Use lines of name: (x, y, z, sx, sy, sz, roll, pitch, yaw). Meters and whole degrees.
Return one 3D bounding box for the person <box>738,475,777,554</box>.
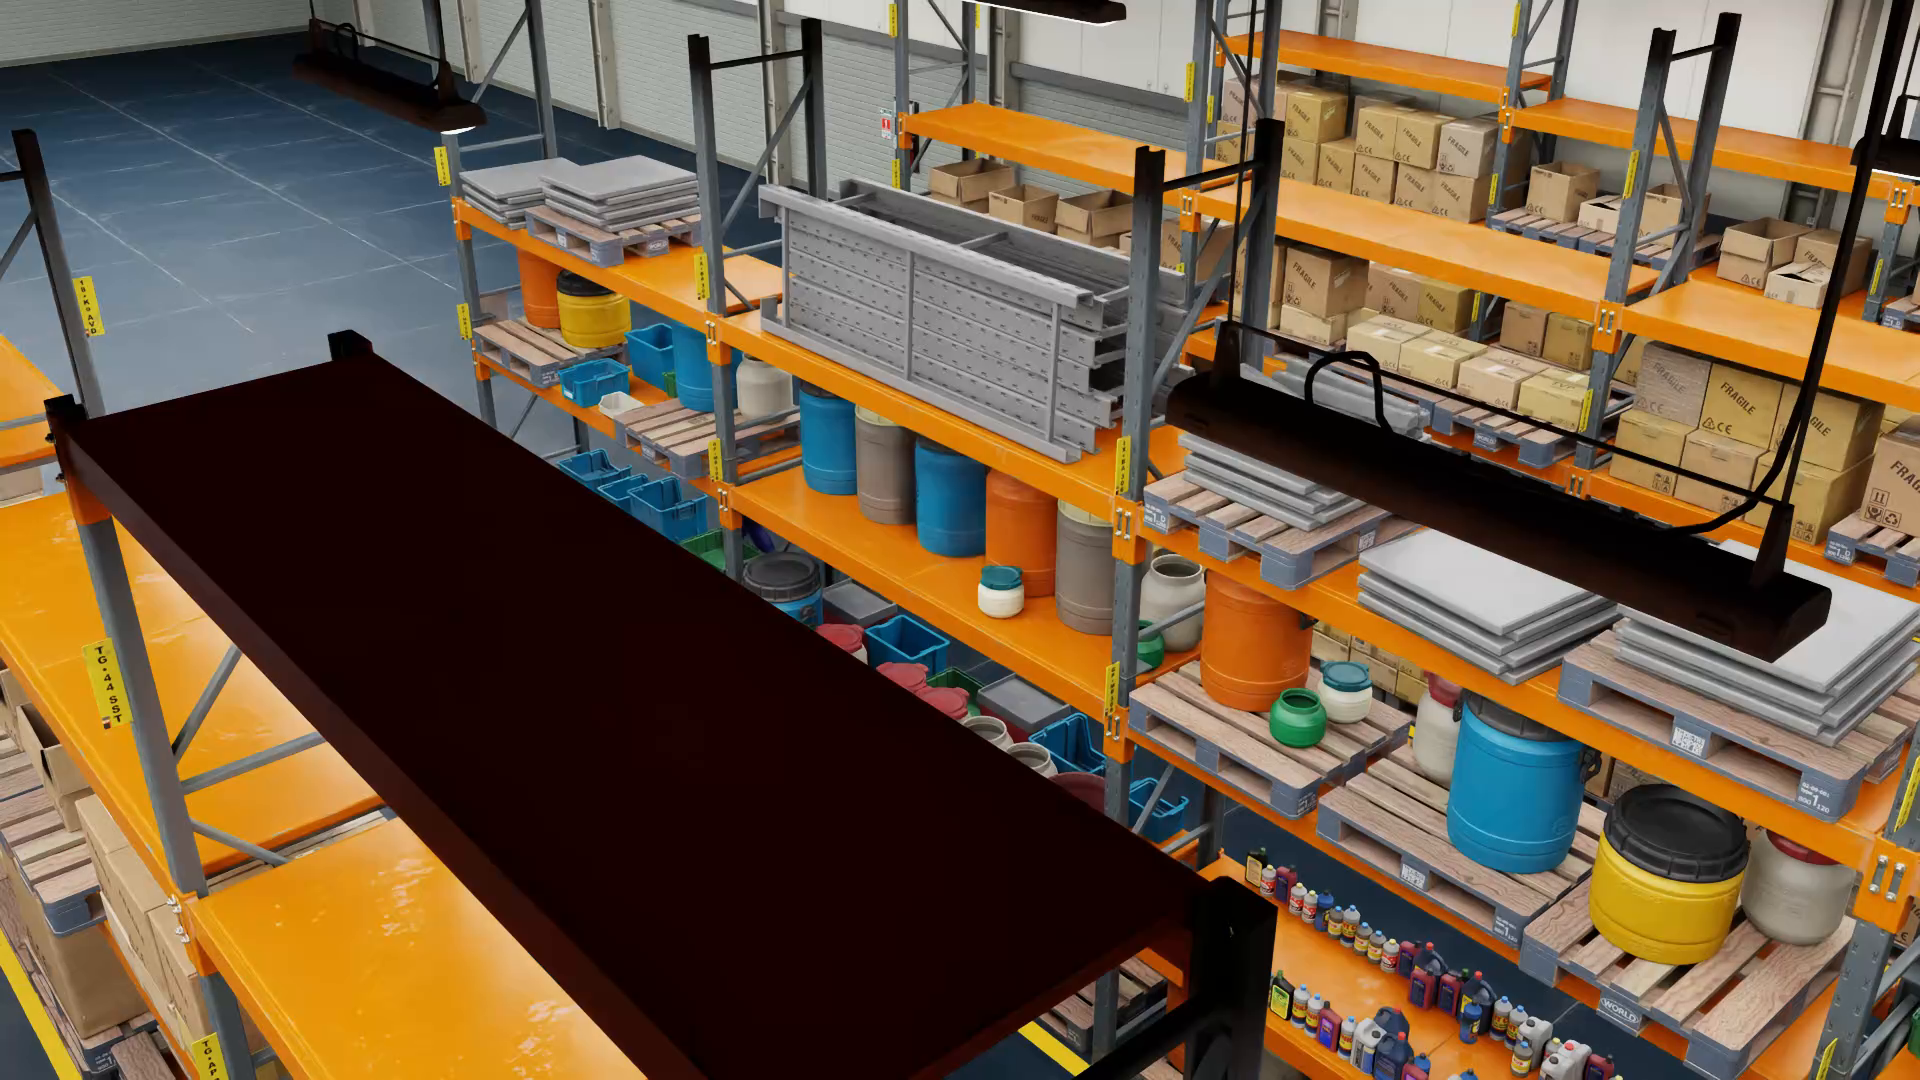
person: (-2.190, -0.474, 16.692, 0.956, 1.596, 0.518, 10, 29, 19)
